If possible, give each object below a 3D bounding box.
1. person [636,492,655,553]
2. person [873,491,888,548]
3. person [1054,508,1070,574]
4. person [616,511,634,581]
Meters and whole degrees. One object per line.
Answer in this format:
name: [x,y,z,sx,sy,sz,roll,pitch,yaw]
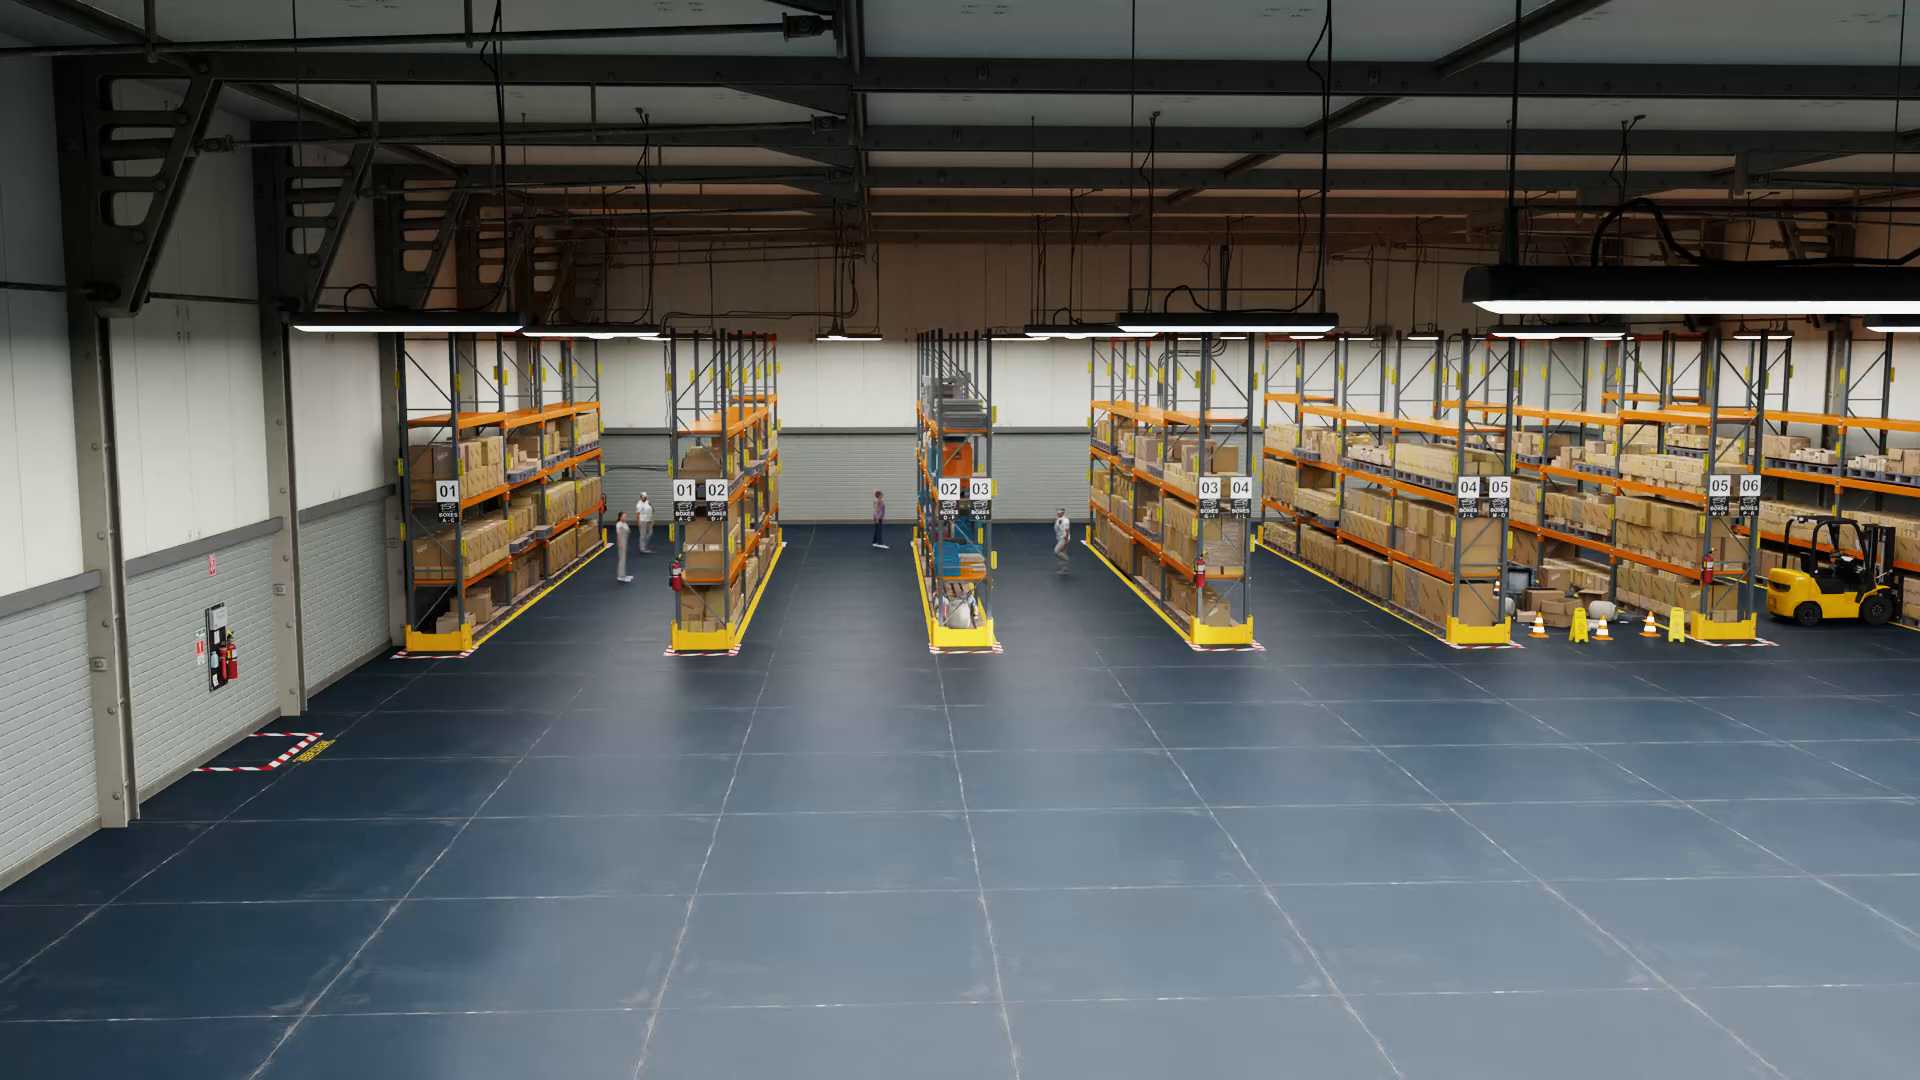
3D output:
person: [-8.644,-0.474,45.770,0.418,1.714,0.553,2,7,17]
person: [-2.237,-0.591,46.865,0.496,1.612,0.430,2,7,13]
person: [2.480,0.028,41.224,0.483,1.671,0.486,-3,7,-20]
person: [-8.150,0.148,40.357,0.373,1.699,0.539,0,7,-1]
